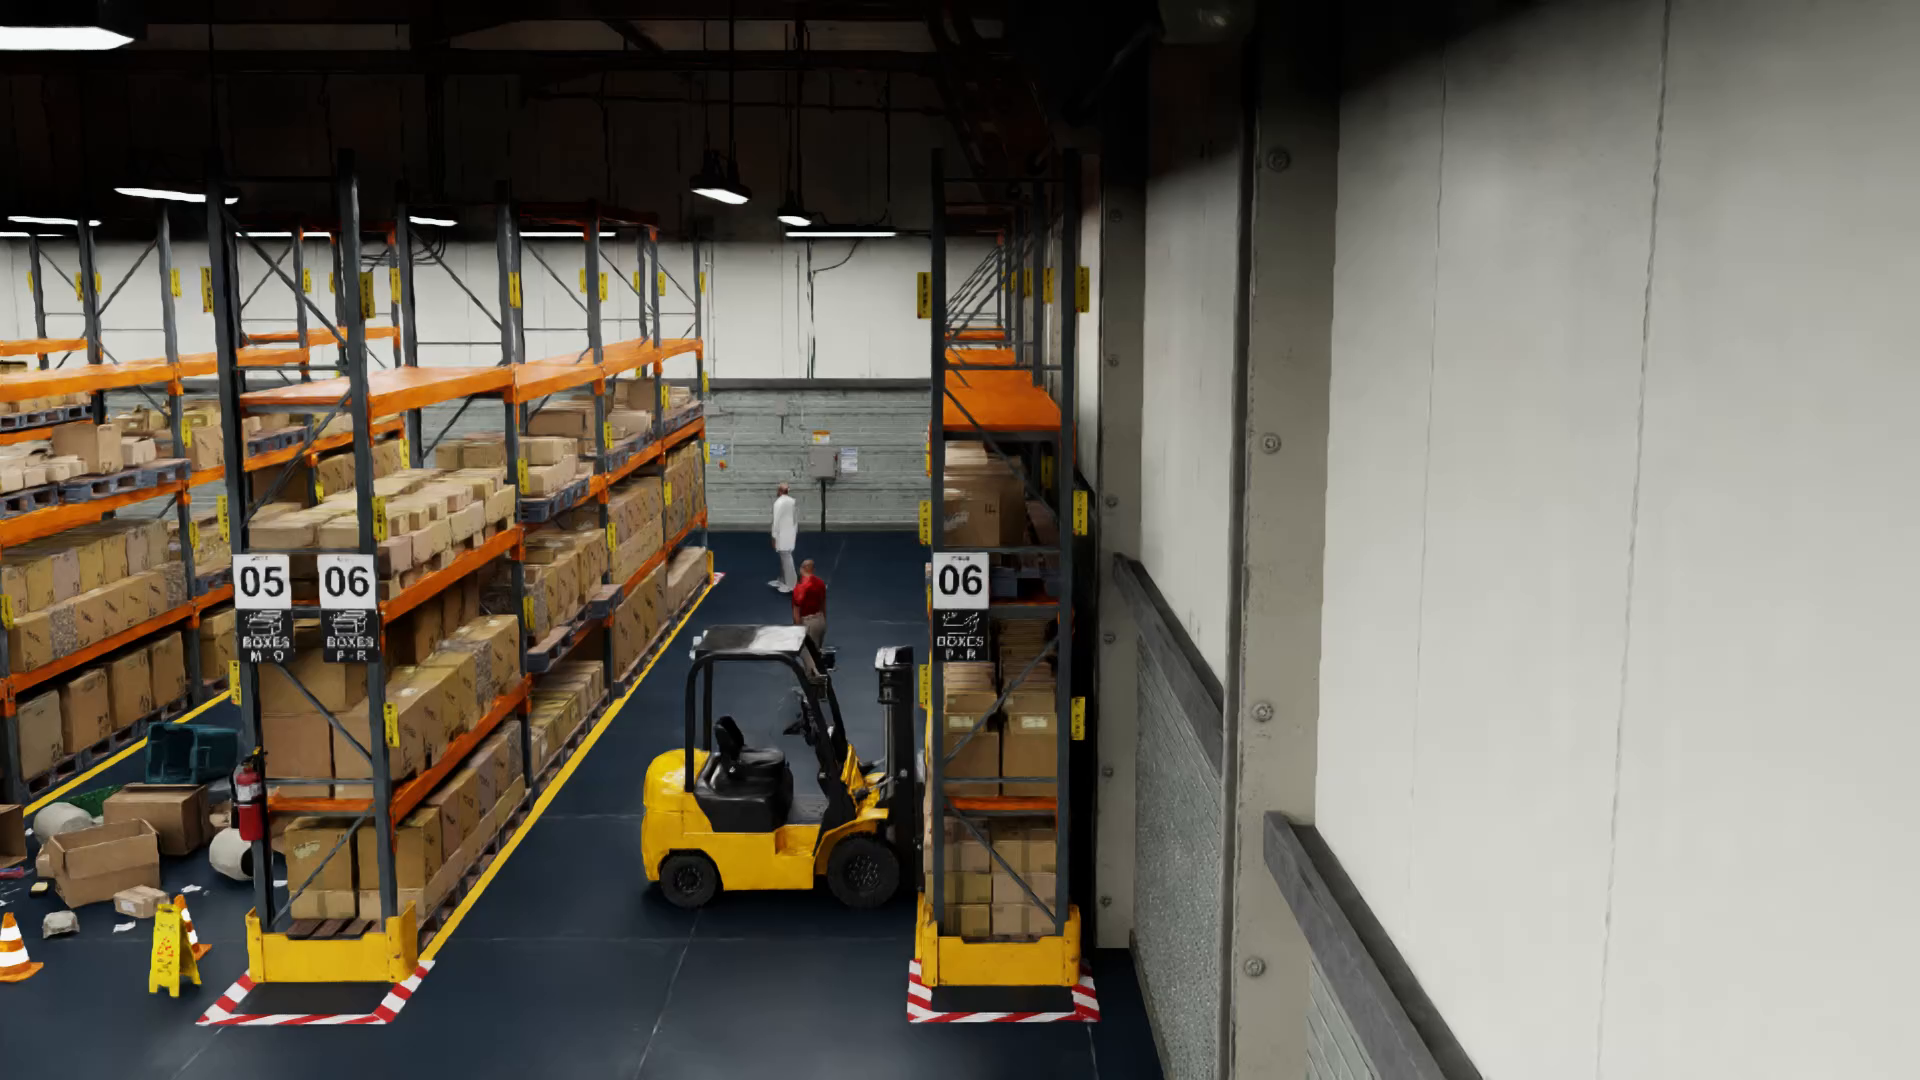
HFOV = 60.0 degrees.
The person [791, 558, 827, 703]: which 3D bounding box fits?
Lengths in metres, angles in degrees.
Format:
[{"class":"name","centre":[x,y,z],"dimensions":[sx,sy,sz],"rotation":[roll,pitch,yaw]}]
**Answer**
[{"class":"person","centre":[-1.867,1.070,20.287],"dimensions":[0.593,1.719,0.651],"rotation":[4,10,25]}]

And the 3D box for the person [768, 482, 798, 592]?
[{"class":"person","centre":[-2.909,-0.074,27.226],"dimensions":[0.648,1.772,0.698],"rotation":[3,10,18]}]
